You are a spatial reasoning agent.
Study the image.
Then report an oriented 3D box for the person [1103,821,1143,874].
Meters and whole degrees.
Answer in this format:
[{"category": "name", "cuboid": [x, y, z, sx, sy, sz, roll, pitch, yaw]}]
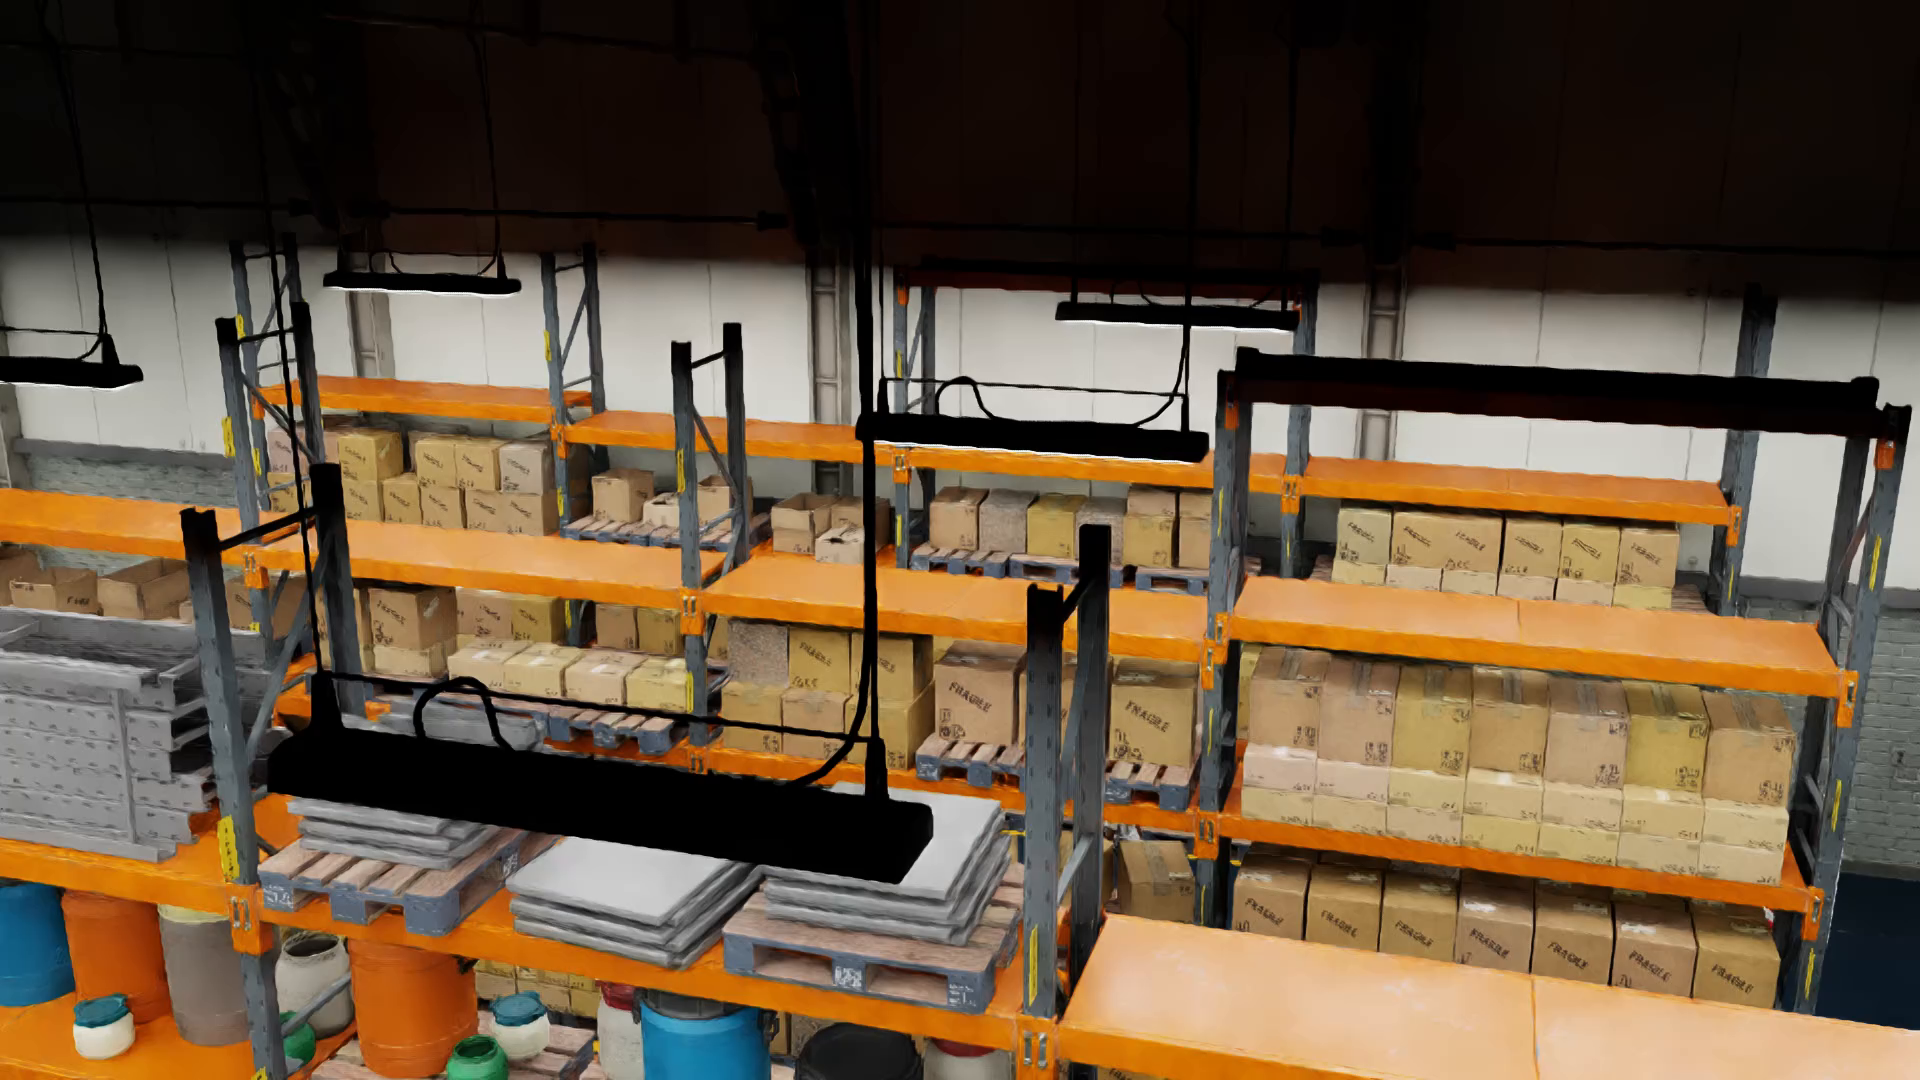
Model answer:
[{"category": "person", "cuboid": [1.502, 2.900, 15.733, 0.989, 1.626, 0.461, 4, 17, 15]}]
